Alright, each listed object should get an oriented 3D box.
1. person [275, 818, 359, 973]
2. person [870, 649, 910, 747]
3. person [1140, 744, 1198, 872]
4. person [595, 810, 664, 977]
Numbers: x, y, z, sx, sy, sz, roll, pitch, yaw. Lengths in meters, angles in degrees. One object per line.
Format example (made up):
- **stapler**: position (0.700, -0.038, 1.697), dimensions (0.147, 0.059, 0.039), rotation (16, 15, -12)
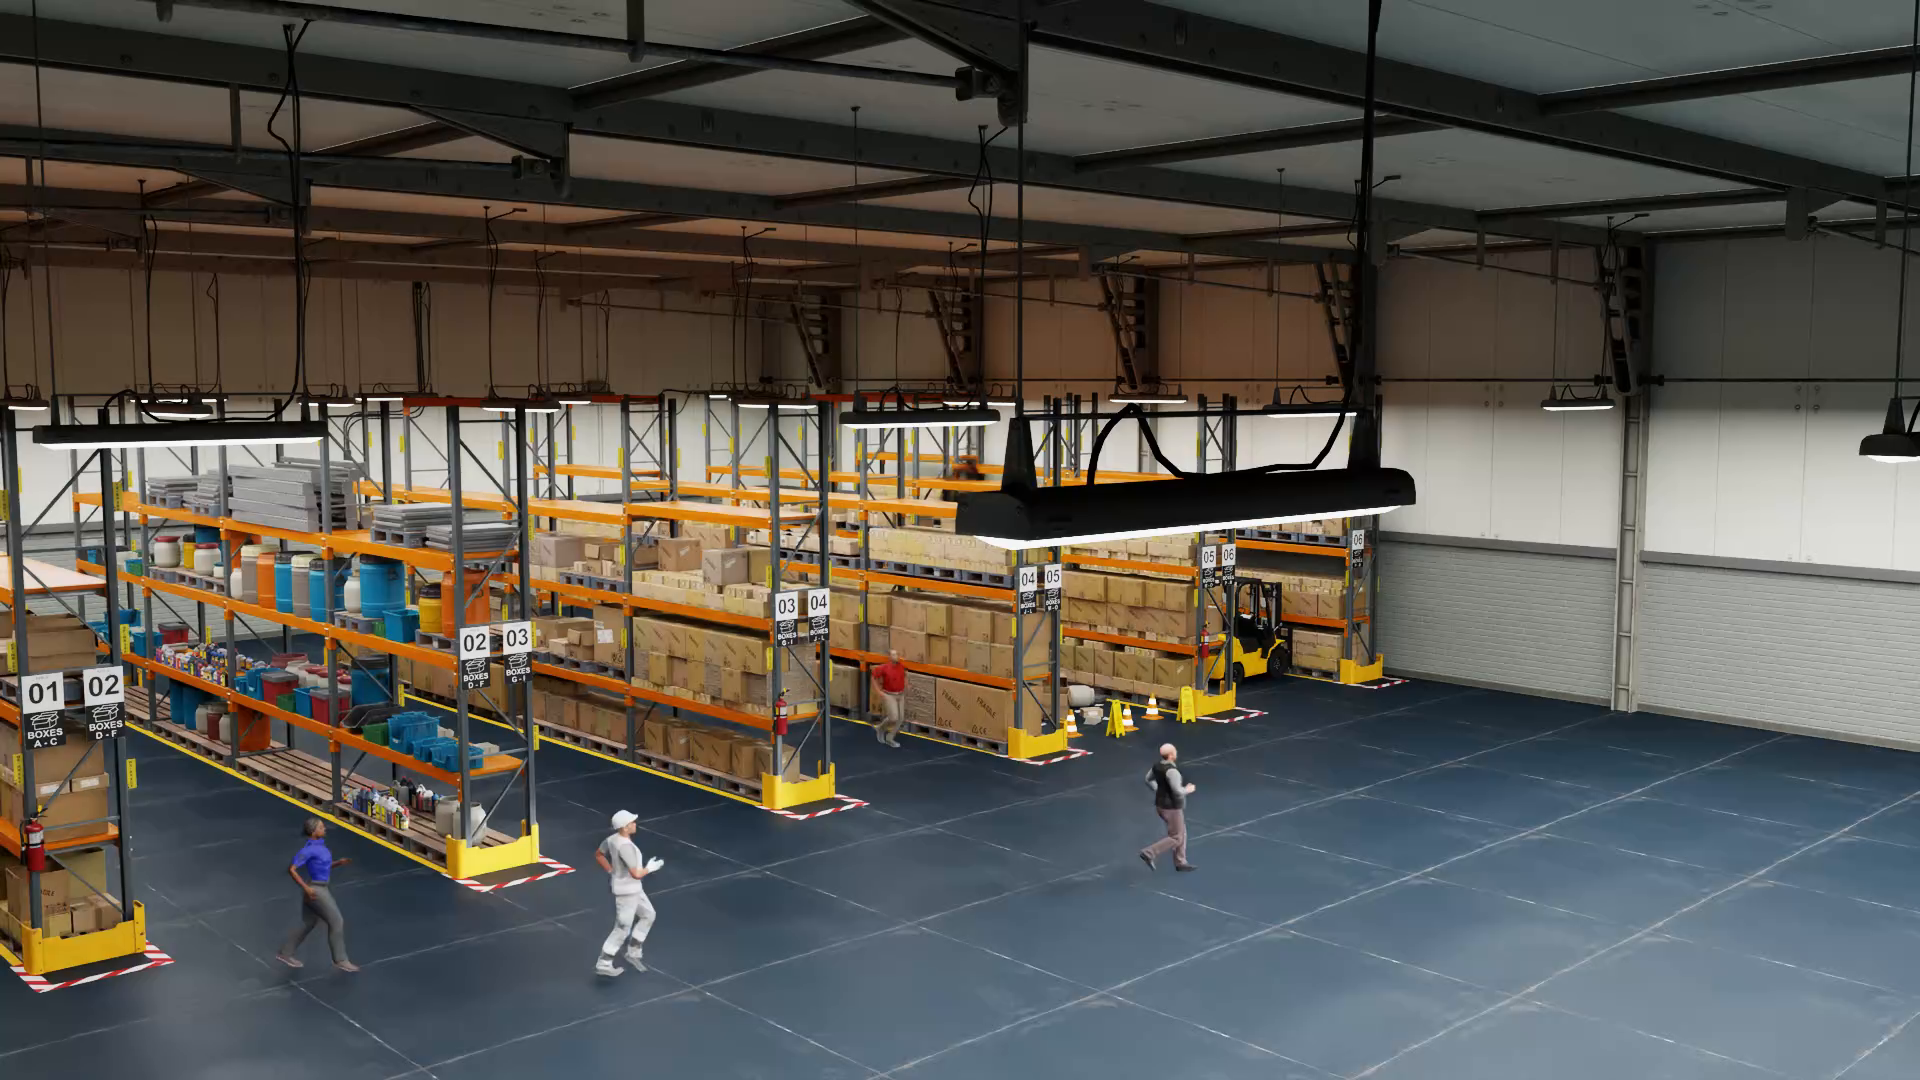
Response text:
- **person**: position (-6.860, 3.789, 17.684), dimensions (0.835, 1.699, 0.557), rotation (-2, 6, -20)
- **person**: position (-1.134, 2.727, 28.597), dimensions (0.710, 1.689, 0.563), rotation (-5, 7, -42)
- **person**: position (2.673, 3.433, 21.246), dimensions (0.841, 1.696, 0.671), rotation (-2, 6, -19)
- **person**: position (-3.505, 3.744, 17.576), dimensions (0.743, 1.824, 0.637), rotation (-2, 6, -18)
